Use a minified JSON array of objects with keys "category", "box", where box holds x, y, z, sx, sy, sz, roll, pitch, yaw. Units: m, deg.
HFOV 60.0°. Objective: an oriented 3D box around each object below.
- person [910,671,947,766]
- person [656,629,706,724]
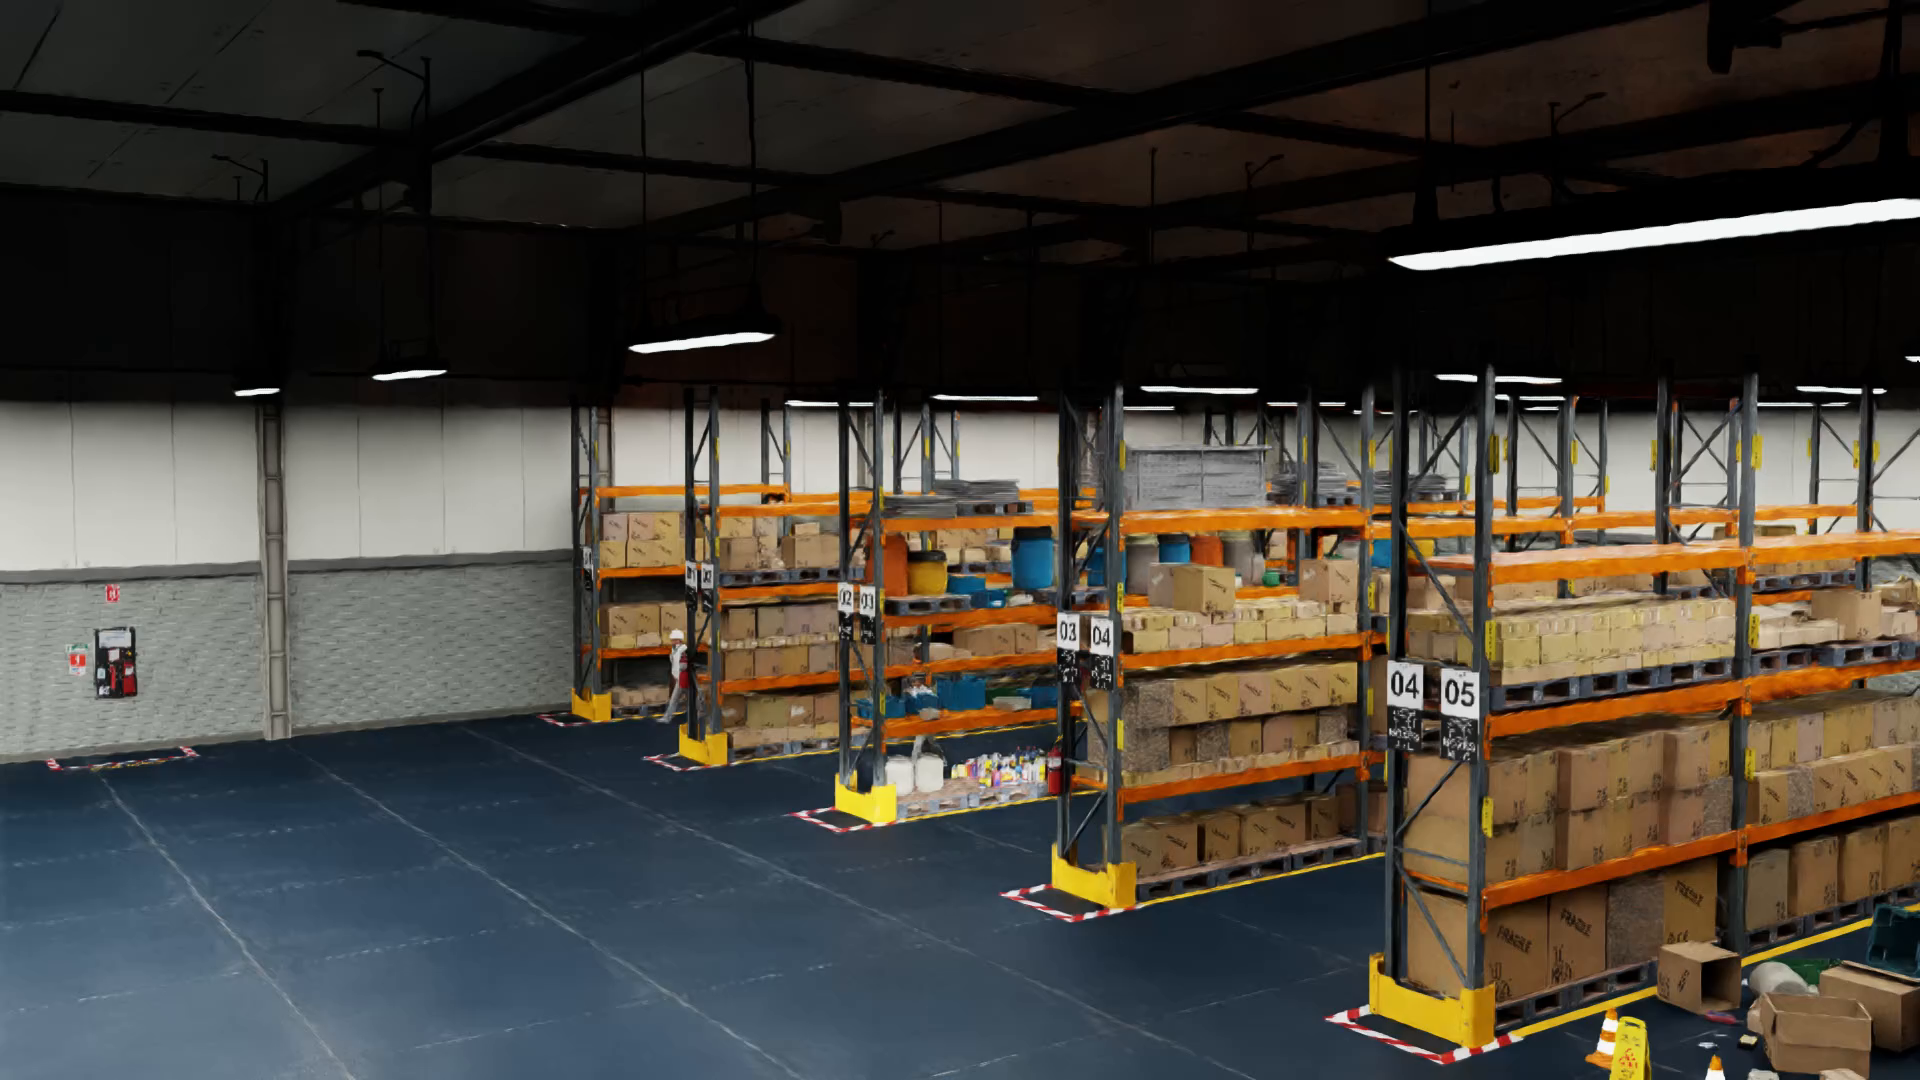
[{"category":"person","box":[-0.613,2.796,25.732,1.074,1.587,0.499,-2,4,-36]},{"category":"person","box":[-5.122,2.475,30.423,1.115,1.700,0.543,-2,4,-32]}]
